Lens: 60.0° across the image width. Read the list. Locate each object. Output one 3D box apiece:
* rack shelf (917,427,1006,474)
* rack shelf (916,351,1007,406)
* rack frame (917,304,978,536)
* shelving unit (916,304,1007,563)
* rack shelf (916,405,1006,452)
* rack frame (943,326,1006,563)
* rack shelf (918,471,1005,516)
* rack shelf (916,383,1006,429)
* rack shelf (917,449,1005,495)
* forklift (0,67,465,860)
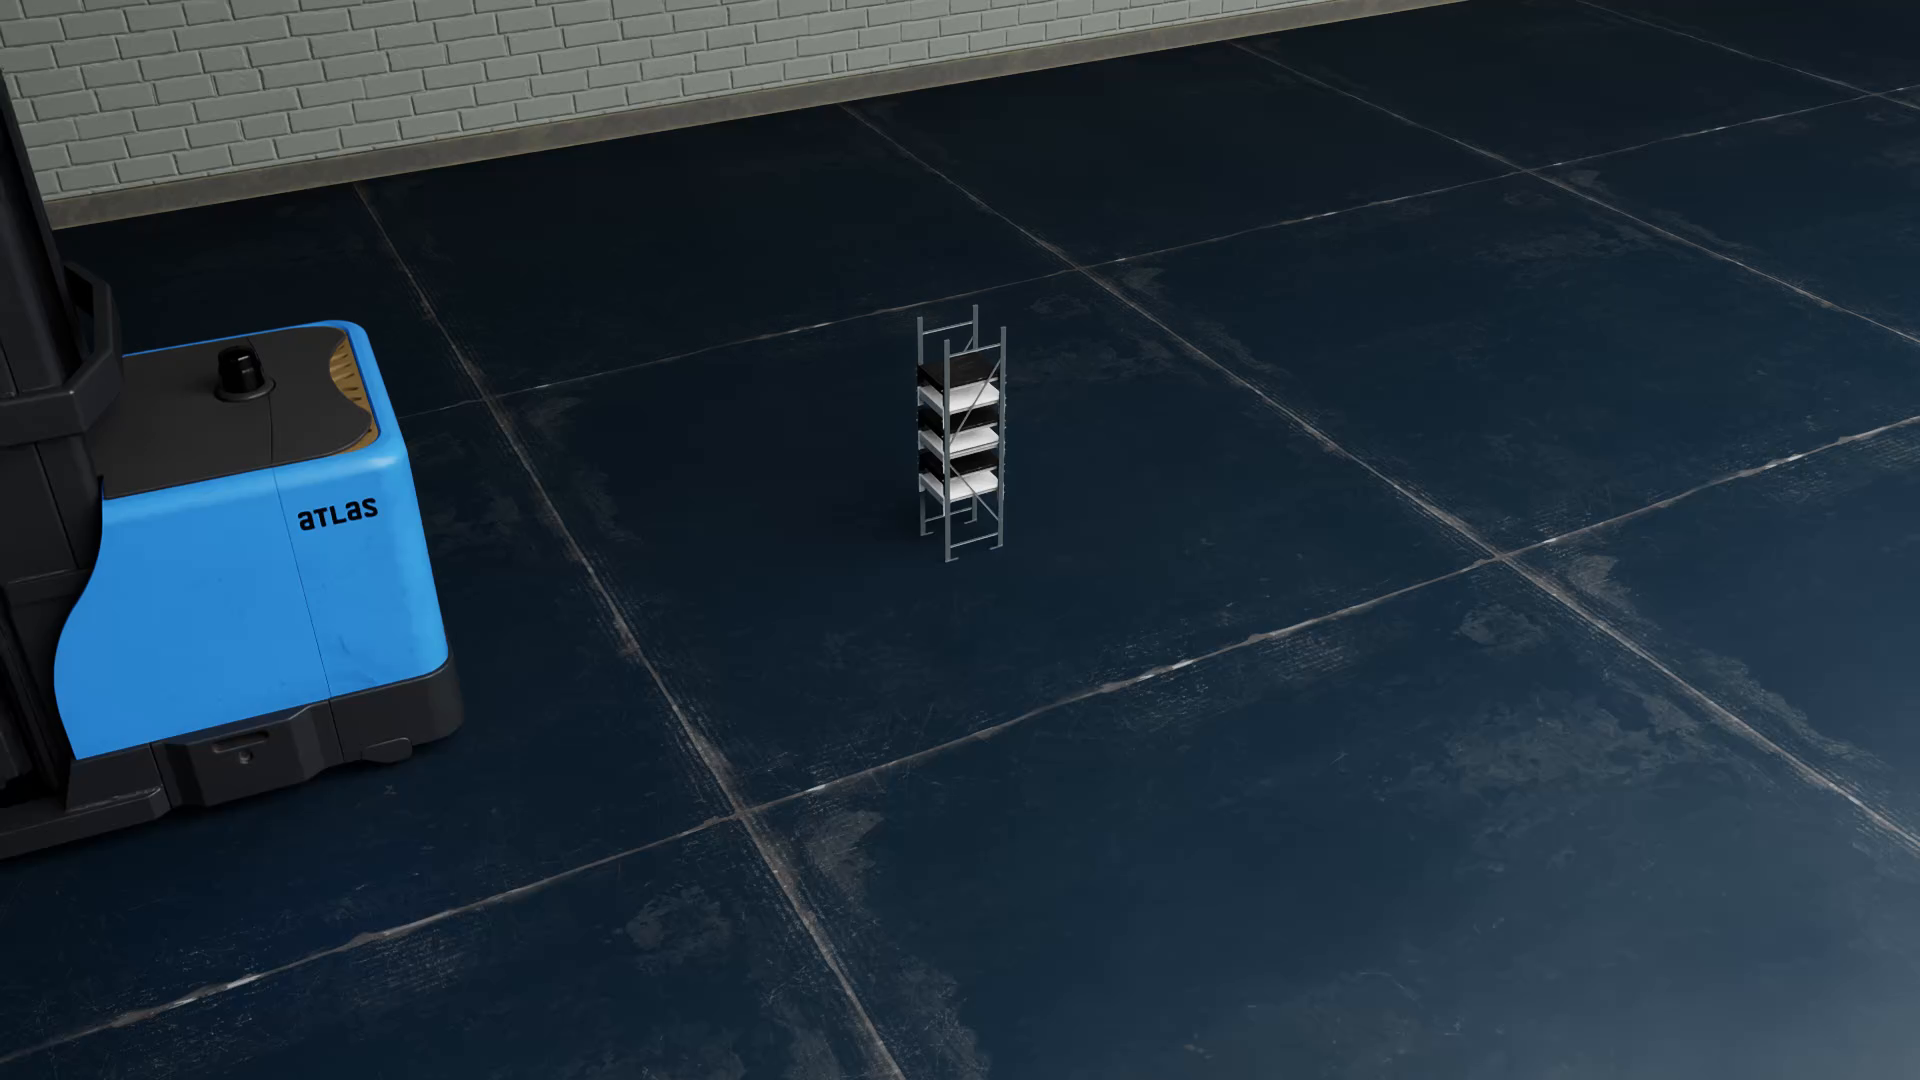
[{"bbox_3d":[0.004,-0.347,6.019,0.258,0.077,0.200,-16,36,-23],"label":"rack shelf"},{"bbox_3d":[0.004,-0.574,5.874,0.258,0.077,0.200,-16,36,-23],"label":"rack shelf"},{"bbox_3d":[-0.044,-0.424,6.077,0.240,0.900,0.006,-16,36,-23],"label":"rack frame"},{"bbox_3d":[0.004,-0.375,6.001,0.258,0.900,0.210,-16,36,-23],"label":"shelving unit"},{"bbox_3d":[0.004,-0.423,5.971,0.258,0.077,0.200,-16,36,-23],"label":"rack shelf"},{"bbox_3d":[0.051,-0.327,5.925,0.240,0.900,0.006,-16,36,-23],"label":"rack frame"},{"bbox_3d":[0.004,-0.195,6.116,0.258,0.077,0.200,-16,36,-23],"label":"rack shelf"},{"bbox_3d":[0.004,-0.499,5.922,0.258,0.077,0.200,-16,36,-23],"label":"rack shelf"},{"bbox_3d":[0.004,-0.271,6.068,0.258,0.077,0.200,-16,36,-23],"label":"rack shelf"},{"bbox_3d":[-3.121,-0.499,4.313,3.031,2.935,1.130,-14,35,-20],"label":"forklift"}]
